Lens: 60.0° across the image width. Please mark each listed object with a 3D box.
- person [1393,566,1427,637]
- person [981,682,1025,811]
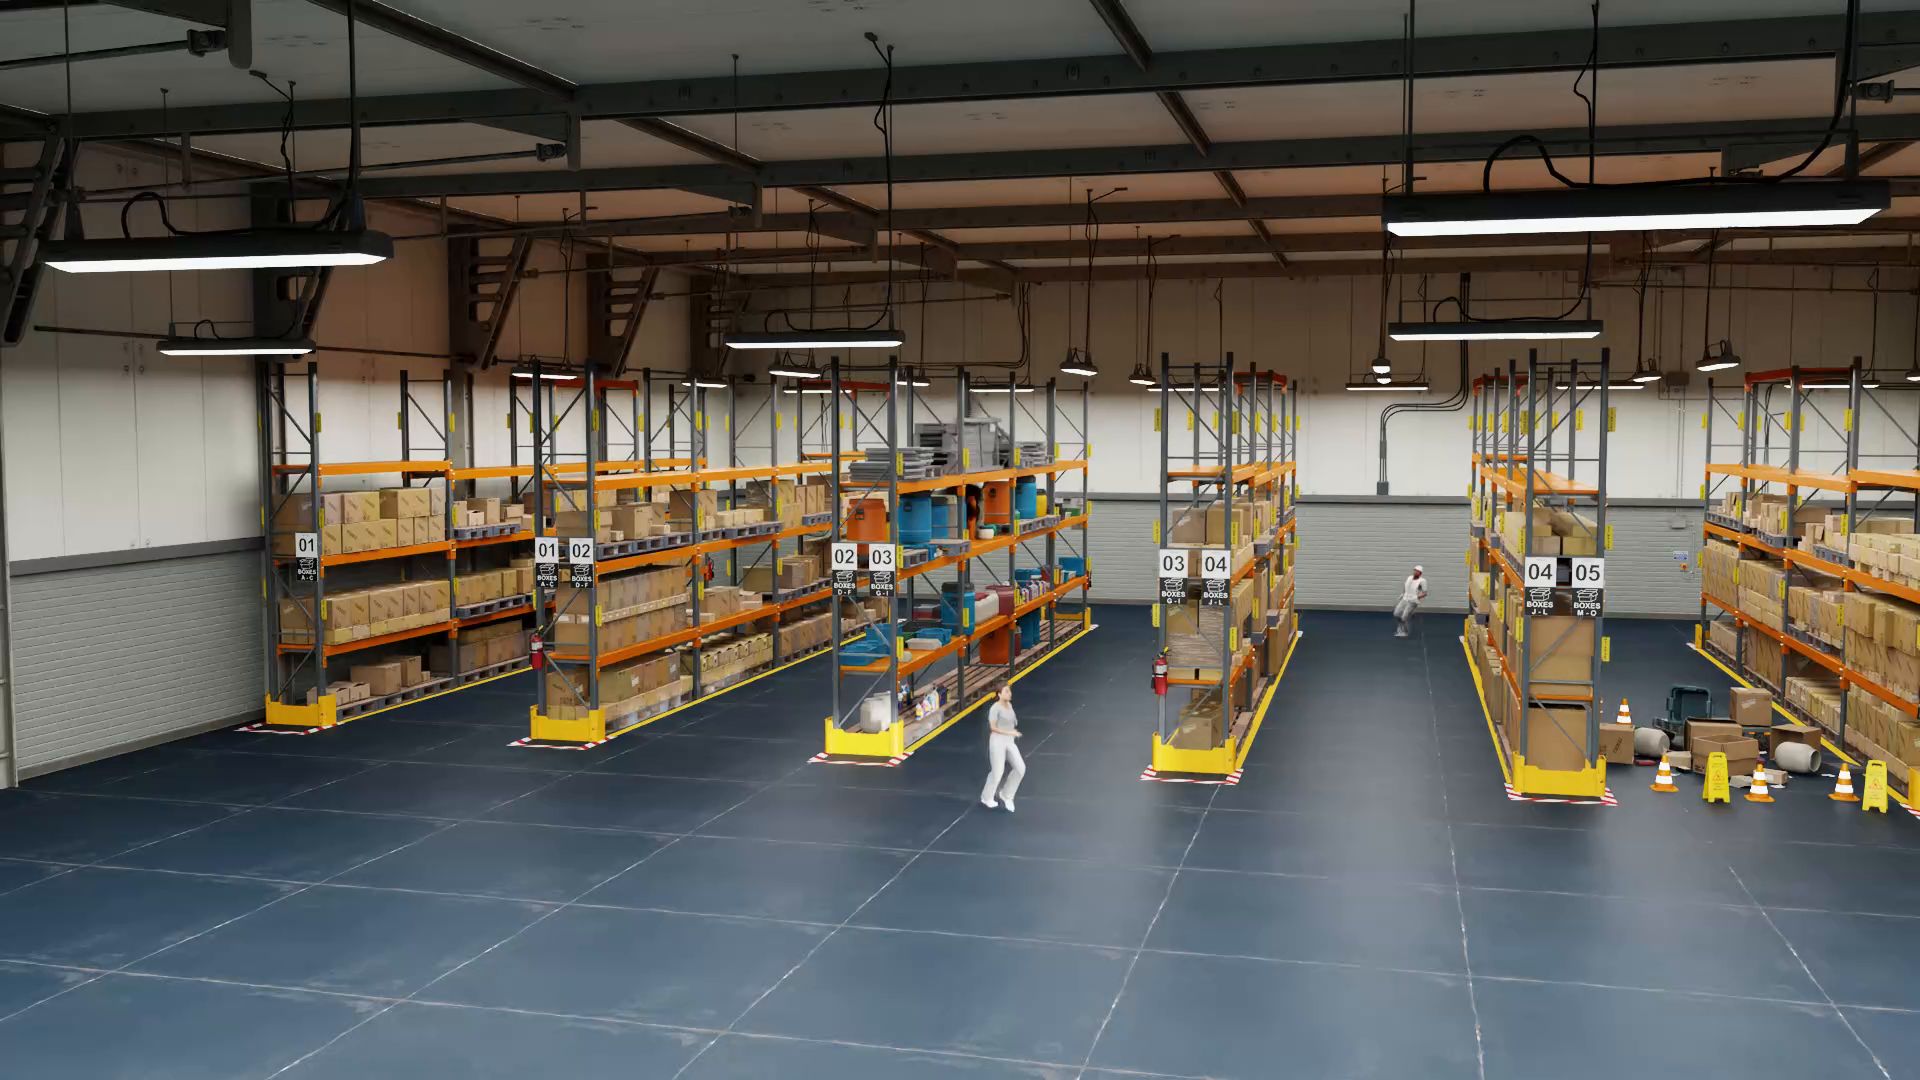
[{"bbox_3d":[10.423,1.434,38.636,0.558,1.695,0.775,-2,5,-28],"label":"person"},{"bbox_3d":[0.571,2.673,21.466,0.696,1.694,0.581,4,5,42],"label":"person"}]
